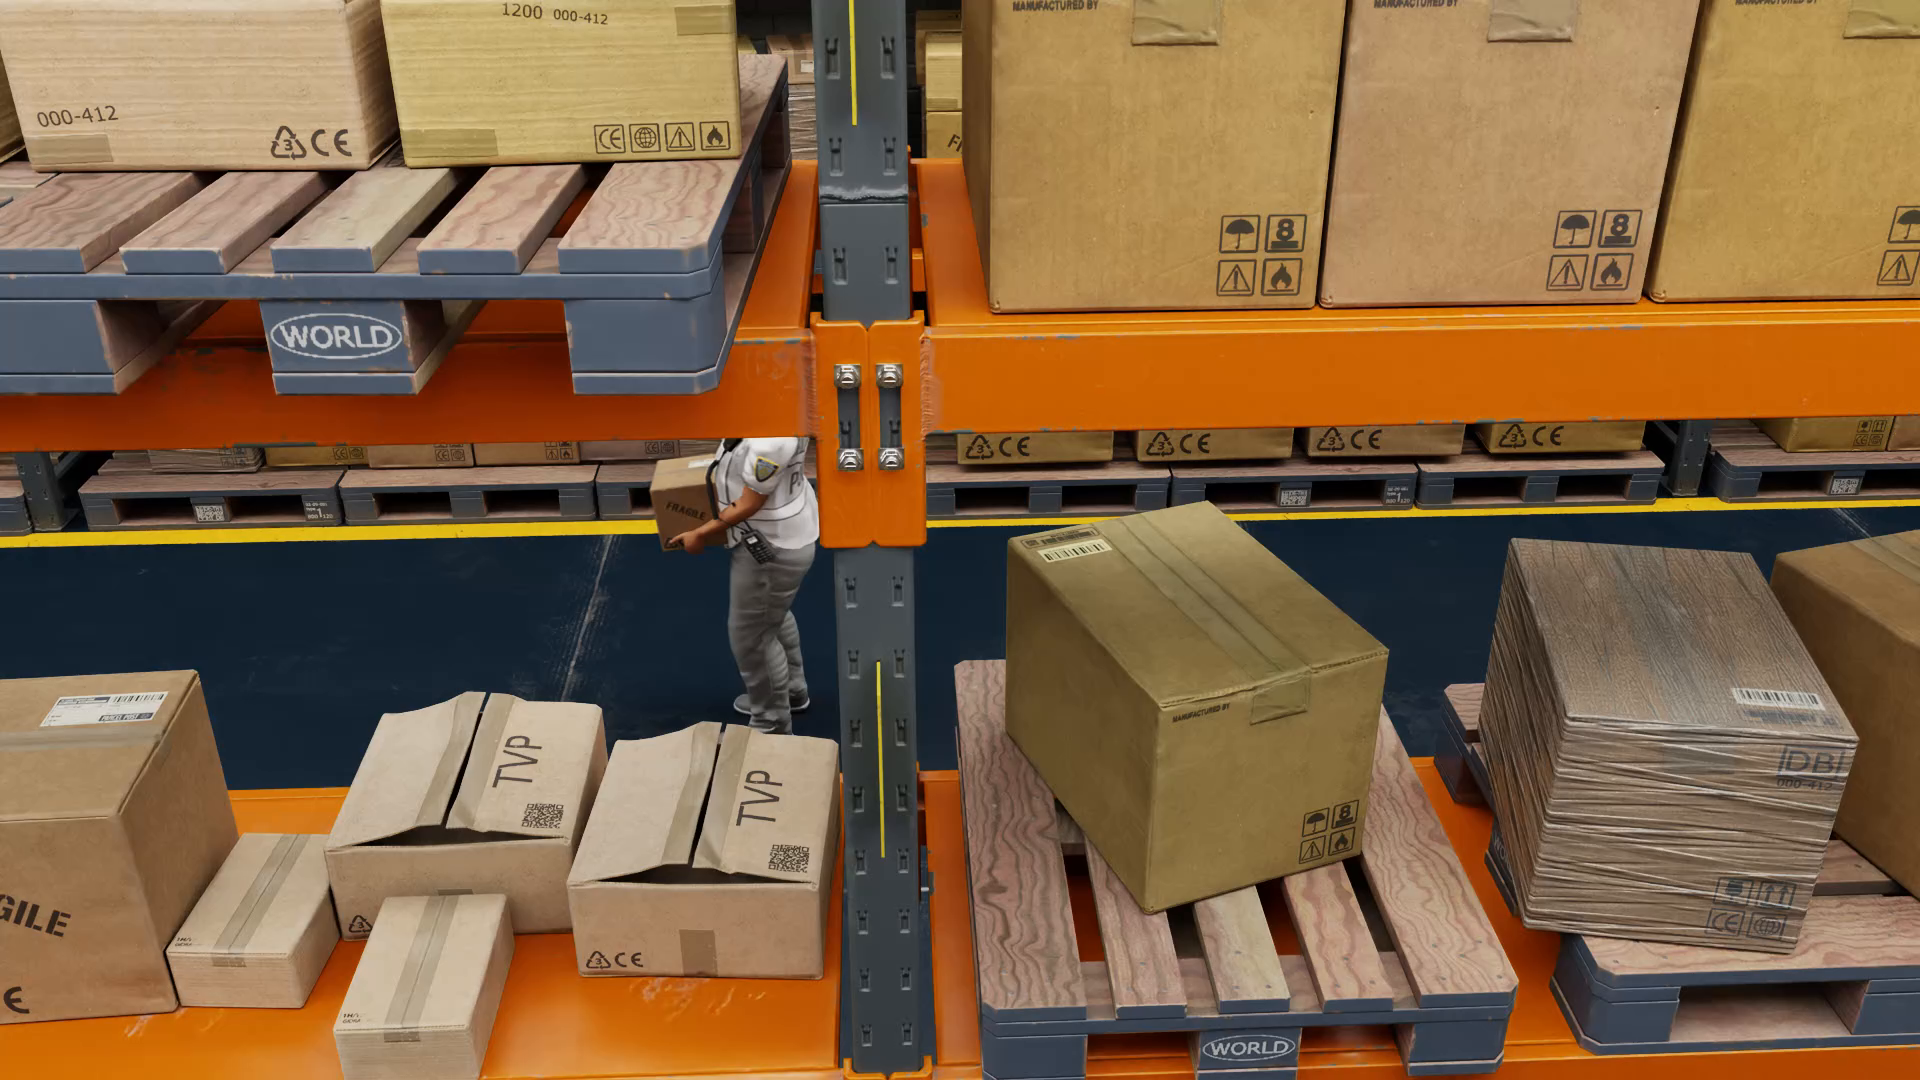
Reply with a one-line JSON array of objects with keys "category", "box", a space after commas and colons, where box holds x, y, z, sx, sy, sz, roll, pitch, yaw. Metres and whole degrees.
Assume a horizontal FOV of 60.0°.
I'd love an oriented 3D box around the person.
[{"category": "person", "box": [-0.776, 0.009, 6.110, 0.541, 1.653, 0.453, -1, 28, -2]}]
